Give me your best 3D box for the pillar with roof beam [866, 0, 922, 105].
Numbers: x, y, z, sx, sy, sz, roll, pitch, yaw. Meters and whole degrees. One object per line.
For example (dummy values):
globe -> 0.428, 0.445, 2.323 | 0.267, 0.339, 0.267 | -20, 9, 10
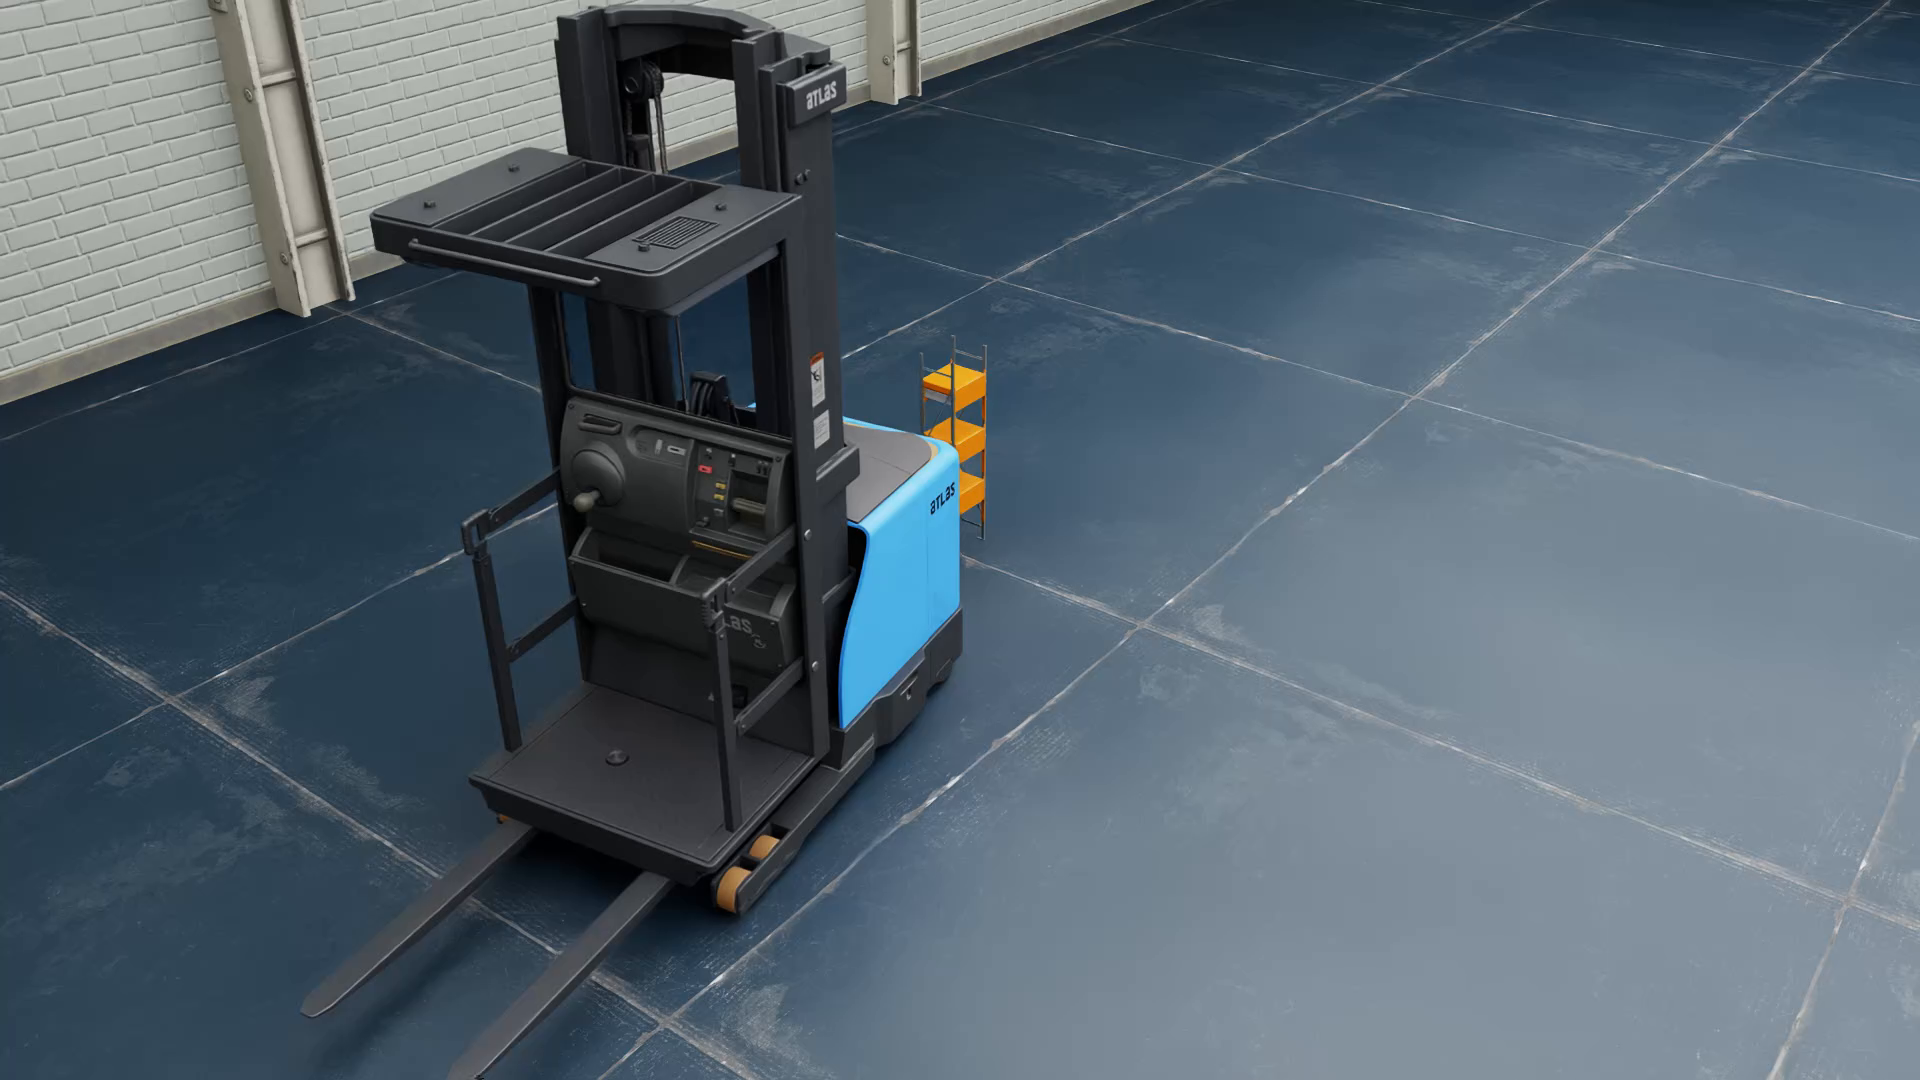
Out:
pillar with roof beam -> 2.847, -6.538, 10.455 | 9.100, 9.000, 0.400 | 21, 37, 31

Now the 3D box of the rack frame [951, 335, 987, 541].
rack frame -> 0.041, -0.479, 8.029 | 0.200, 1.050, 0.008 | 21, 37, 31

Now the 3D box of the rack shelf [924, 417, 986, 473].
rack shelf -> -0.032, -0.421, 7.951 | 0.215, 0.259, 0.240 | 21, 37, 31

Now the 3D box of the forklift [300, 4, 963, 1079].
forklift -> -1.112, -0.178, 5.676 | 1.130, 2.935, 3.031 | 15, 34, 23

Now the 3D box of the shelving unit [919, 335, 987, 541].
shelving unit -> -0.032, -0.430, 7.946 | 0.215, 1.050, 0.252 | 21, 37, 31

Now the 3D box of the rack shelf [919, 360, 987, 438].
rack shelf -> -0.032, -0.665, 7.806 | 0.215, 0.259, 0.240 | 21, 37, 31

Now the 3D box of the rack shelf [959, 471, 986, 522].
rack shelf -> -0.032, -0.182, 8.093 | 0.215, 0.259, 0.240 | 21, 37, 31

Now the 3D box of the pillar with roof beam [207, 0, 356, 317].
pillar with roof beam -> -0.775, -4.099, 6.340 | 9.100, 9.000, 0.400 | 21, 37, 31

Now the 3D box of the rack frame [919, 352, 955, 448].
rack frame -> -0.106, -0.380, 7.862 | 0.200, 1.050, 0.008 | 21, 37, 31
